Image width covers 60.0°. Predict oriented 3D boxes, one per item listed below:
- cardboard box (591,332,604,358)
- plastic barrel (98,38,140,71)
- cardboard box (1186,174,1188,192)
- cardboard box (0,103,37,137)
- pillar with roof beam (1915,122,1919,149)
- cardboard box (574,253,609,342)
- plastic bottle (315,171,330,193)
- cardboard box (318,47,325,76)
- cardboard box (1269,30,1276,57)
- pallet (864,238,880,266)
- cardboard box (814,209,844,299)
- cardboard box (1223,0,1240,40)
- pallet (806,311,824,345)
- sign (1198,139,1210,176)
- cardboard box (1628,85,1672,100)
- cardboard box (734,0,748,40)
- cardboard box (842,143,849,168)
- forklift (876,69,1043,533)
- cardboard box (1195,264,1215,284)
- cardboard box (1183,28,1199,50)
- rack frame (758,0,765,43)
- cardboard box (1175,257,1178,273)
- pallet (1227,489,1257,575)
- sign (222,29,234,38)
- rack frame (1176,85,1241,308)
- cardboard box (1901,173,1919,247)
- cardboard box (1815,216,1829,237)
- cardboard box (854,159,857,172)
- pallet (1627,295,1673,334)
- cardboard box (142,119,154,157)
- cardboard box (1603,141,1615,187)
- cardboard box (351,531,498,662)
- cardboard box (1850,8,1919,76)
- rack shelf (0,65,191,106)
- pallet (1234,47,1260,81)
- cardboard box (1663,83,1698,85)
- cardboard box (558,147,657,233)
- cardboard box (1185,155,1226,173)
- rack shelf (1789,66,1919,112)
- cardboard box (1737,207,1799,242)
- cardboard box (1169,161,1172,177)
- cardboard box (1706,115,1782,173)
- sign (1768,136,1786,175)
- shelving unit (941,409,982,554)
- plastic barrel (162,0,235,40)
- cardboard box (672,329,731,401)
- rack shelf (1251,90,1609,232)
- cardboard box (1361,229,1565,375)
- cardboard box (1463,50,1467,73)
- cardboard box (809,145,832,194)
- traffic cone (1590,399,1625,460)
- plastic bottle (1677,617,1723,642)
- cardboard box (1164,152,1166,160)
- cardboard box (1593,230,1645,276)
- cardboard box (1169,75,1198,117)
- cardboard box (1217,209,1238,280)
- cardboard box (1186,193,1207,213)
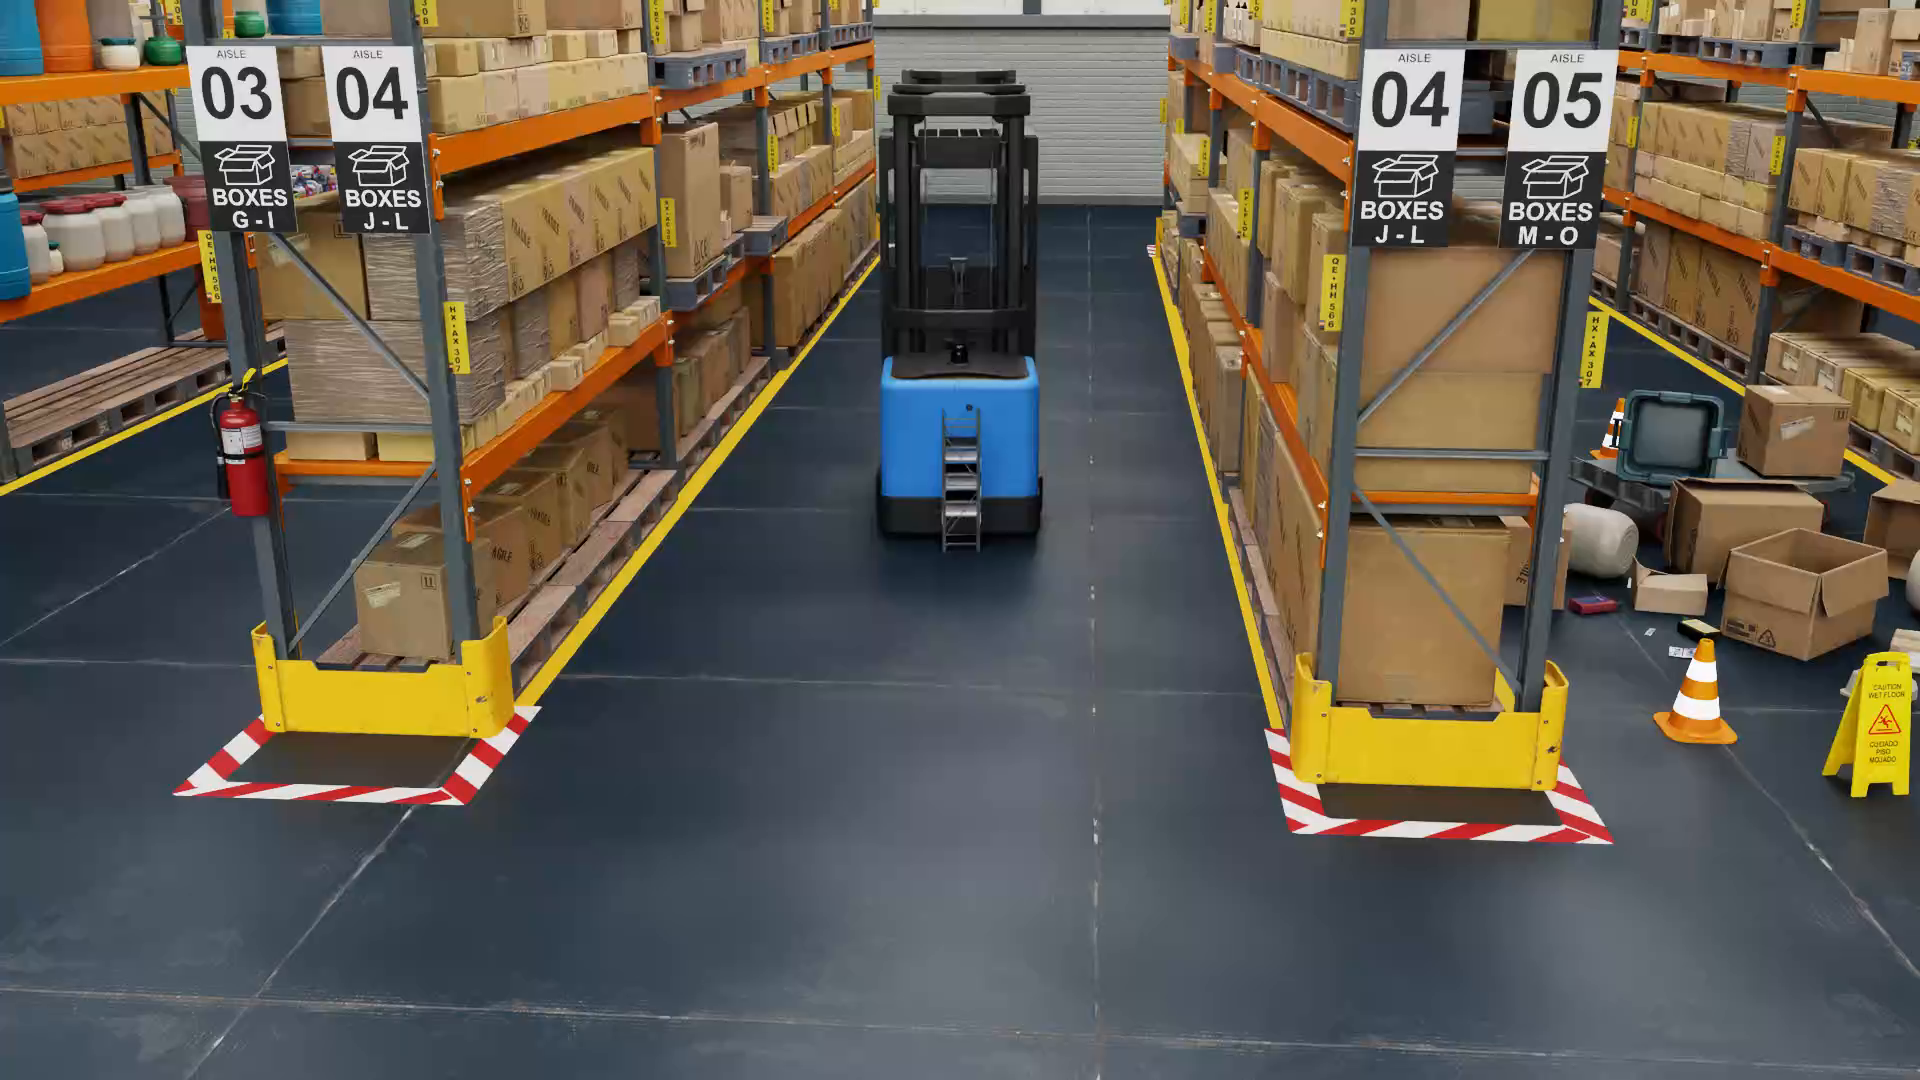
[{"bbox_3d":[-2.387,-1.174,10.094,0.380,0.149,0.250,1,18,4],"label":"cardboard box"},{"bbox_3d":[-7.038,-4.067,13.922,0.301,0.262,0.301,0,18,0],"label":"plastic barrel"},{"bbox_3d":[2.299,-3.323,15.497,0.380,0.149,0.250,2,18,6],"label":"cardboard box"},{"bbox_3d":[-11.519,-5.124,19.977,0.500,0.500,0.500,2,18,5],"label":"cardboard box"},{"bbox_3d":[9.968,-8.915,23.677,9.100,9.000,0.400,1,18,4],"label":"pillar with roof beam"},{"bbox_3d":[-2.626,-1.493,10.023,0.875,0.500,0.500,1,18,4],"label":"cardboard box"},{"bbox_3d":[-6.711,-3.691,17.450,0.144,0.351,0.185,1,18,4],"label":"plastic bottle"},{"bbox_3d":[-2.969,-2.227,7.686,0.380,0.149,0.250,1,18,2],"label":"cardboard box"},{"bbox_3d":[2.013,-2.902,9.713,0.380,0.149,0.250,1,18,4],"label":"cardboard box"},{"bbox_3d":[-1.645,-3.906,22.505,1.003,0.211,1.213,1,18,4],"label":"pallet"},{"bbox_3d":[-1.979,-3.230,18.700,1.225,0.875,0.875,1,18,4],"label":"cardboard box"},{"bbox_3d":[2.429,-4.265,13.612,0.500,0.311,0.500,1,18,4],"label":"cardboard box"},{"bbox_3d":[-2.018,-2.293,17.581,1.003,0.211,1.213,1,18,4],"label":"pallet"},{"bbox_3d":[2.159,-3.376,14.677,0.100,0.325,0.005,1,18,4],"label":"sign"},{"bbox_3d":[7.636,-4.951,18.409,0.380,0.149,0.250,1,18,3],"label":"cardboard box"},{"bbox_3d":[-2.050,-4.394,13.735,0.500,0.500,0.500,1,18,4],"label":"cardboard box"},{"bbox_3d":[-1.617,-4.603,19.918,0.500,0.250,0.500,1,18,4],"label":"cardboard box"},{"bbox_3d":[-0.014,-1.843,11.841,1.130,2.935,3.031,0,18,-1],"label":"forklift"},{"bbox_3d":[2.488,-2.441,15.691,0.500,0.250,0.500,1,18,3],"label":"cardboard box"},{"bbox_3d":[2.753,-5.609,18.649,0.500,0.250,0.500,2,18,5],"label":"cardboard box"},{"bbox_3d":[-2.239,-5.848,14.317,1.000,3.000,0.127,1,18,4],"label":"rack frame"},{"bbox_3d":[2.693,-3.188,19.261,0.380,0.149,0.250,2,18,5],"label":"cardboard box"},{"bbox_3d":[2.281,-0.053,10.745,1.003,0.211,1.213,1,18,4],"label":"pallet"},{"bbox_3d":[-6.630,-4.473,15.107,0.100,0.325,0.005,1,18,4],"label":"sign"},{"bbox_3d":[2.987,-4.097,18.609,1.000,3.000,0.127,1,18,4],"label":"rack frame"},{"bbox_3d":[7.240,-2.384,12.070,0.500,0.500,0.500,2,18,6],"label":"cardboard box"},{"bbox_3d":[7.317,-2.588,13.732,0.380,0.149,0.250,0,18,0],"label":"cardboard box"},{"bbox_3d":[-1.490,-4.688,20.817,0.380,0.149,0.250,1,18,2],"label":"cardboard box"},{"bbox_3d":[7.952,-2.451,18.065,1.003,0.211,1.213,1,18,4],"label":"pallet"},{"bbox_3d":[-11.341,-5.445,22.562,0.500,0.500,0.500,1,18,4],"label":"cardboard box"},{"bbox_3d":[7.741,-4.375,19.297,0.500,0.500,0.500,1,18,3],"label":"cardboard box"},{"bbox_3d":[-2.751,0.283,8.583,0.500,0.500,0.500,5,19,14],"label":"cardboard box"},{"bbox_3d":[7.567,-3.954,13.196,0.700,0.500,0.500,1,18,4],"label":"cardboard box"},{"bbox_3d":[-7.323,-3.570,13.338,1.077,0.370,4.000,1,18,4],"label":"rack shelf"},{"bbox_3d":[2.630,-3.642,12.706,1.003,0.211,1.213,2,18,6],"label":"pallet"},{"bbox_3d":[8.192,-5.101,18.866,0.380,0.149,0.250,1,18,3],"label":"cardboard box"},{"bbox_3d":[-2.284,-2.272,10.797,0.500,0.500,0.500,1,18,4],"label":"cardboard box"},{"bbox_3d":[2.317,-3.539,15.680,0.380,0.149,0.250,2,18,6],"label":"cardboard box"},{"bbox_3d":[7.502,-3.238,12.325,1.077,0.370,4.000,1,18,4],"label":"rack shelf"},{"bbox_3d":[7.422,-2.867,15.096,0.500,0.250,0.500,1,18,2],"label":"cardboard box"},{"bbox_3d":[2.500,-4.065,18.240,0.380,0.149,0.250,0,18,1],"label":"cardboard box"},{"bbox_3d":[7.492,-3.778,15.870,0.500,0.500,0.500,1,18,4],"label":"cardboard box"},{"bbox_3d":[7.091,-3.337,14.430,0.100,0.325,0.005,1,18,4],"label":"sign"},{"bbox_3d":[0.008,-0.372,10.612,0.258,0.900,0.210,0,18,-1],"label":"shelving unit"},{"bbox_3d":[-7.136,-5.113,15.527,0.600,0.830,0.708,1,18,4],"label":"plastic barrel"},{"bbox_3d":[-2.328,-1.461,13.871,0.700,0.500,0.500,3,18,9],"label":"cardboard box"},{"bbox_3d":[2.270,-2.075,8.775,1.077,0.370,4.000,1,18,4],"label":"rack shelf"},{"bbox_3d":[2.192,-1.069,7.392,0.875,0.550,0.550,1,18,4],"label":"cardboard box"},{"bbox_3d":[2.525,-2.258,7.748,0.380,0.149,0.250,1,18,4],"label":"cardboard box"},{"bbox_3d":[-1.714,-4.135,18.565,0.500,0.500,0.500,1,18,4],"label":"cardboard box"},{"bbox_3d":[5.074,-0.856,12.793,0.336,0.463,0.334,1,18,4],"label":"traffic cone"},{"bbox_3d":[4.115,0.498,9.304,0.133,0.061,0.283,-5,19,-15],"label":"plastic bottle"},{"bbox_3d":[2.924,-5.127,22.155,0.380,0.149,0.250,1,18,3],"label":"cardboard box"},{"bbox_3d":[8.147,-3.470,20.137,0.875,0.438,0.875,1,18,2],"label":"cardboard box"},{"bbox_3d":[2.888,-5.552,20.805,0.500,0.500,0.500,1,18,3],"label":"cardboard box"},{"bbox_3d":[2.291,-2.299,12.963,0.500,0.500,0.500,1,18,3],"label":"cardboard box"},{"bbox_3d":[2.277,-3.098,15.290,0.380,0.149,0.250,2,18,5],"label":"cardboard box"}]
